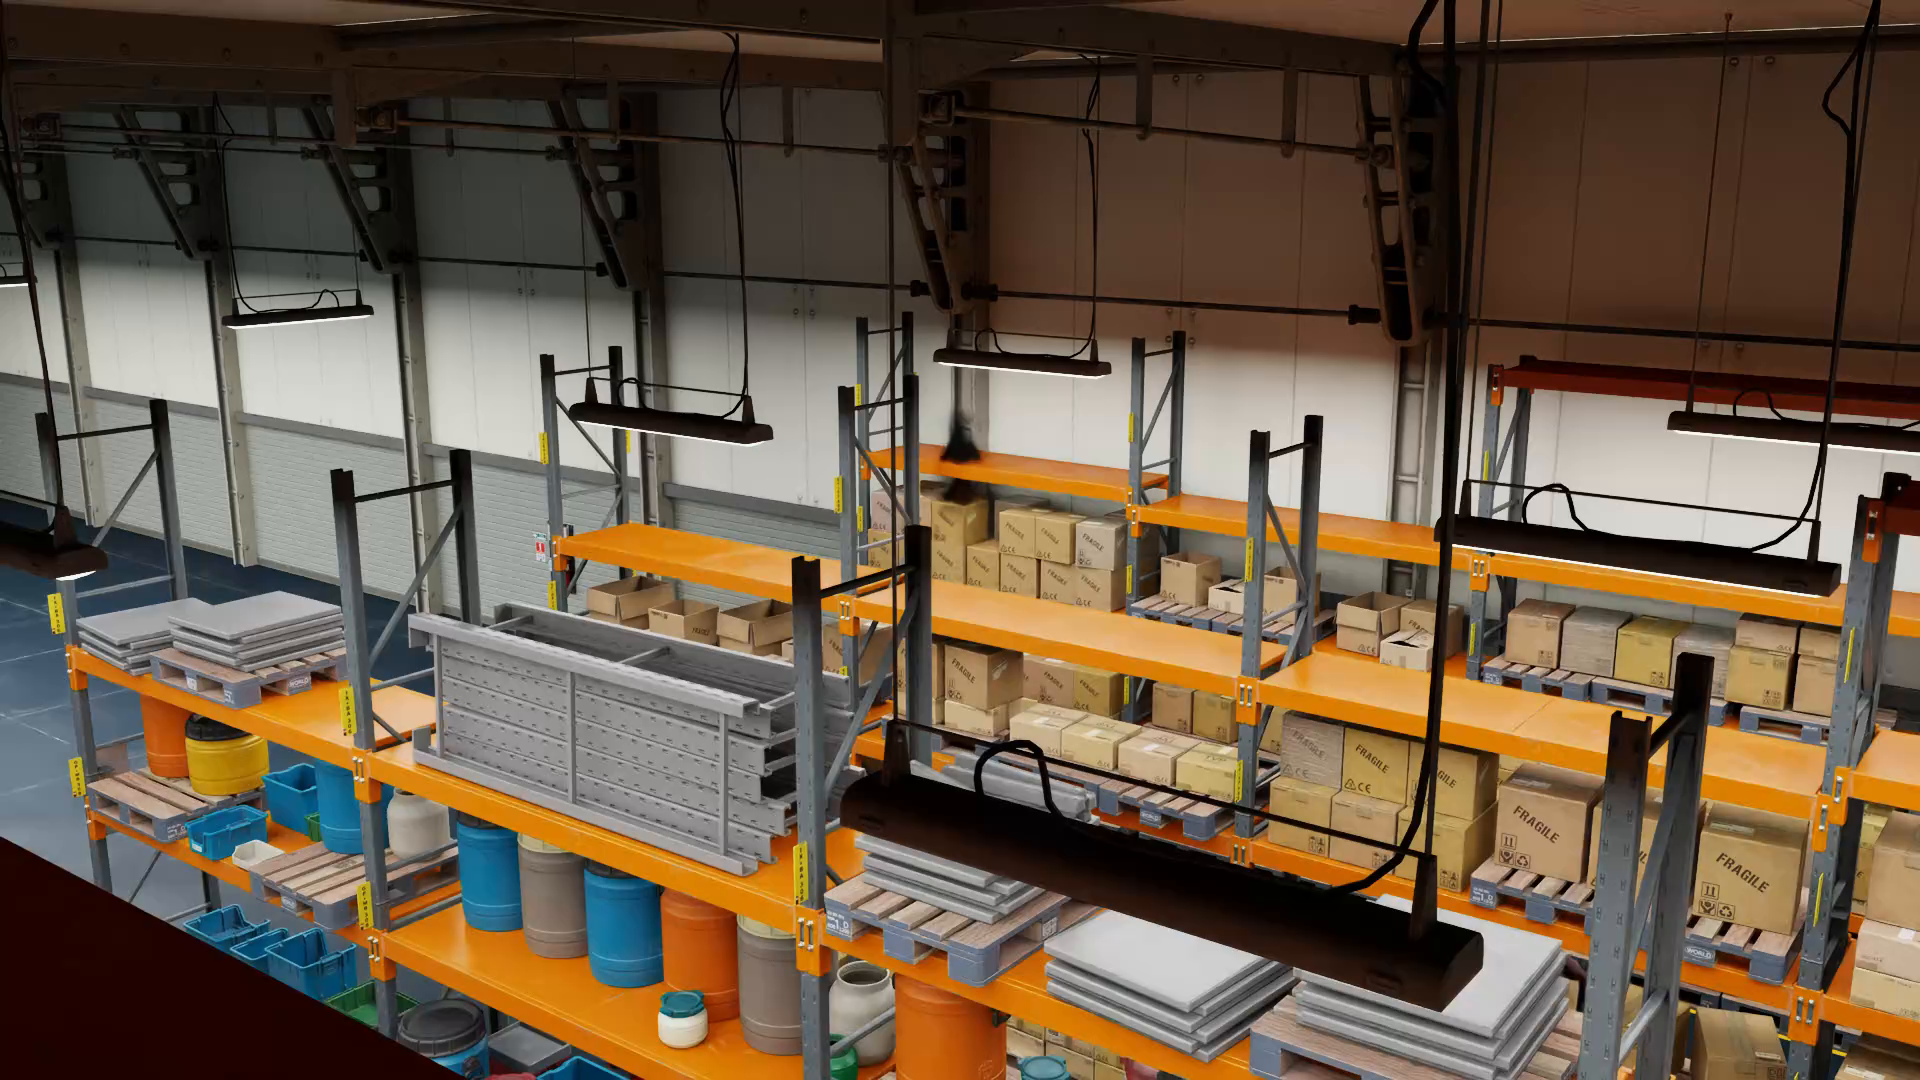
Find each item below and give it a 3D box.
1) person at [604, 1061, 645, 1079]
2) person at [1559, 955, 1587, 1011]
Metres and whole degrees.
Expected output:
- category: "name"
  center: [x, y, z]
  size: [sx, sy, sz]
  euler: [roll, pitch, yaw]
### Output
- category: "person"
  center: [-2.403, 4.357, 13.073]
  size: [0.667, 1.516, 1.134]
  euler: [-7, 15, -27]
- category: "person"
  center: [4.876, 4.091, 13.813]
  size: [0.672, 1.715, 1.036]
  euler: [-10, 16, -36]
